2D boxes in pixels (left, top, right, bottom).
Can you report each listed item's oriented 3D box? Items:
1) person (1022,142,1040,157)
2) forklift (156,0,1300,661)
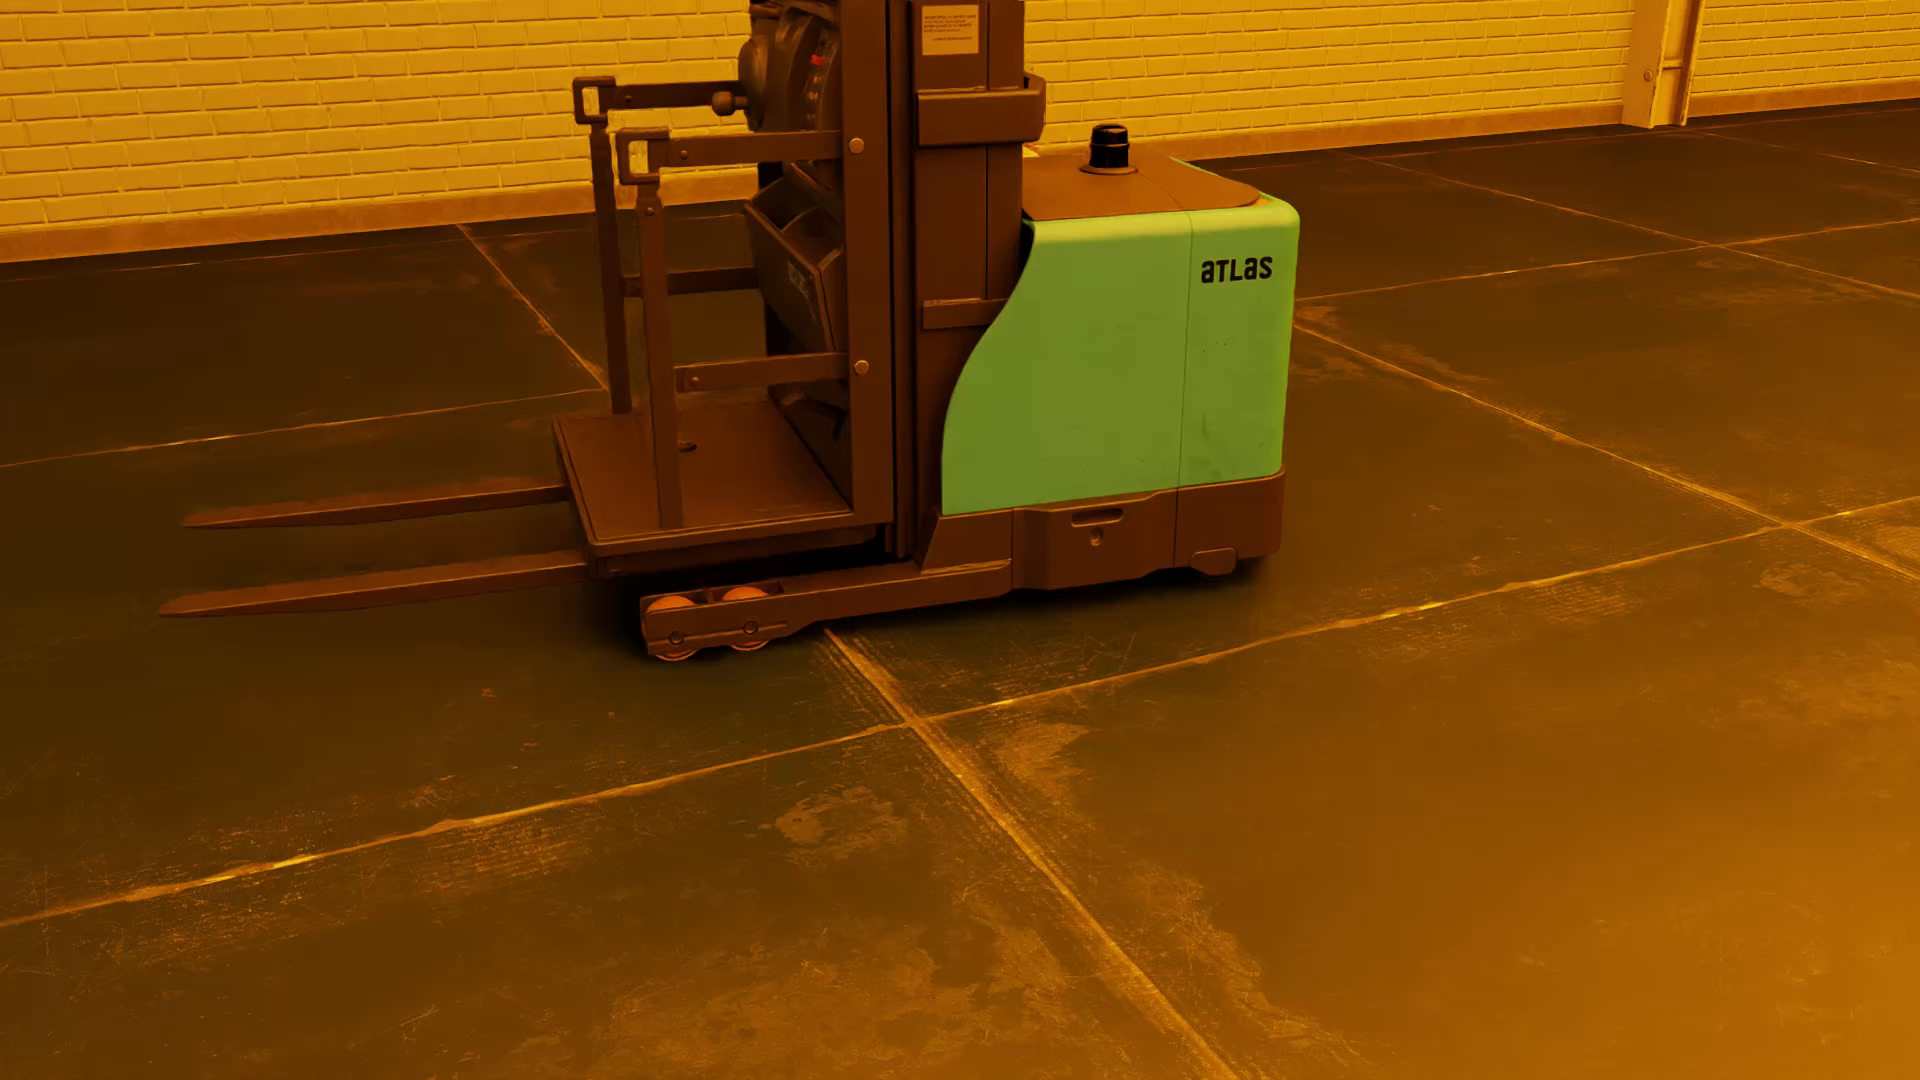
[{"bbox_3d":[0.174,-1.714,7.263,0.774,1.544,0.810,-15,27,-33],"label":"person"},{"bbox_3d":[-0.636,-1.264,4.330,3.031,2.935,1.130,-7,24,-16],"label":"forklift"}]
